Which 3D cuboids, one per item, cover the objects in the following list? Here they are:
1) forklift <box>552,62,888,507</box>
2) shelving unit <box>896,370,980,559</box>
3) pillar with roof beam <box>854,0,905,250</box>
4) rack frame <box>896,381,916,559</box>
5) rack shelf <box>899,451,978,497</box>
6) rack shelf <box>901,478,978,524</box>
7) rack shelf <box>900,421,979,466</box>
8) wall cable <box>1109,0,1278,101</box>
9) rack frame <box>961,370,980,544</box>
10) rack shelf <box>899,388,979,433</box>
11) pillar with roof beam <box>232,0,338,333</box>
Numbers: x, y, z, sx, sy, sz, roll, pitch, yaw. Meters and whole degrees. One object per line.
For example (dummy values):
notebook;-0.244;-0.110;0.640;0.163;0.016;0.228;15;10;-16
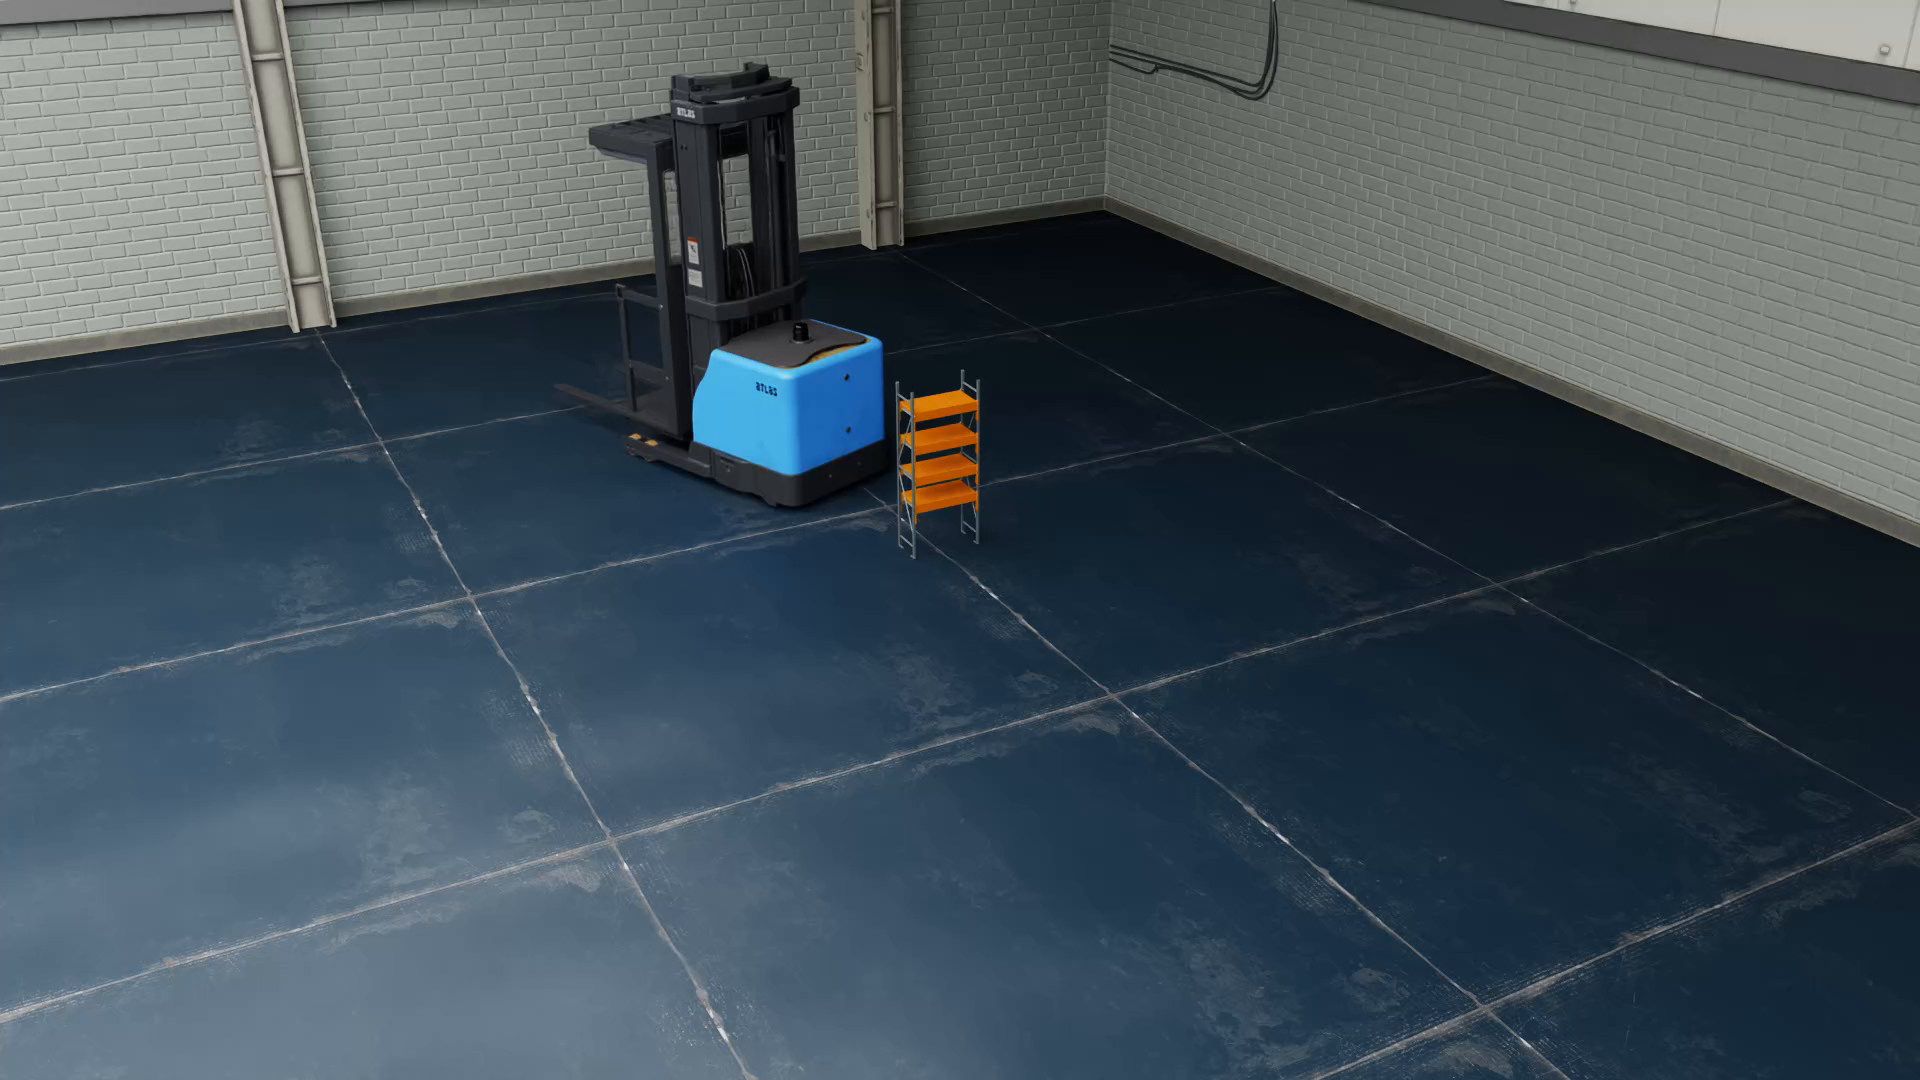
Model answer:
forklift;-1.992;-2.076;12.489;3.031;2.935;1.130;20;32;36
shelving unit;-0.146;-0.507;11.222;0.503;1.200;0.258;-13;29;-25
pillar with roof beam;1.170;-5.679;12.983;0.400;9.000;9.100;-13;29;-25
rack frame;-0.361;-0.457;11.119;0.015;1.200;0.240;-13;29;-25
rack shelf;-0.146;-0.447;11.251;0.480;0.148;0.258;-13;29;-25
rack shelf;-0.146;-0.268;11.337;0.480;0.148;0.258;-13;29;-25
rack shelf;-0.146;-0.648;11.155;0.480;0.148;0.258;-13;29;-25
wall cable;2.366;-6.018;17.277;0.112;2.526;3.097;-13;29;-25
rack frame;0.069;-0.557;11.326;0.015;1.200;0.240;-13;29;-25
rack shelf;-0.146;-0.861;11.052;0.480;0.148;0.258;-13;29;-25
pillar with roof beam;-4.124;-4.457;10.437;0.400;9.000;9.100;-13;29;-25
